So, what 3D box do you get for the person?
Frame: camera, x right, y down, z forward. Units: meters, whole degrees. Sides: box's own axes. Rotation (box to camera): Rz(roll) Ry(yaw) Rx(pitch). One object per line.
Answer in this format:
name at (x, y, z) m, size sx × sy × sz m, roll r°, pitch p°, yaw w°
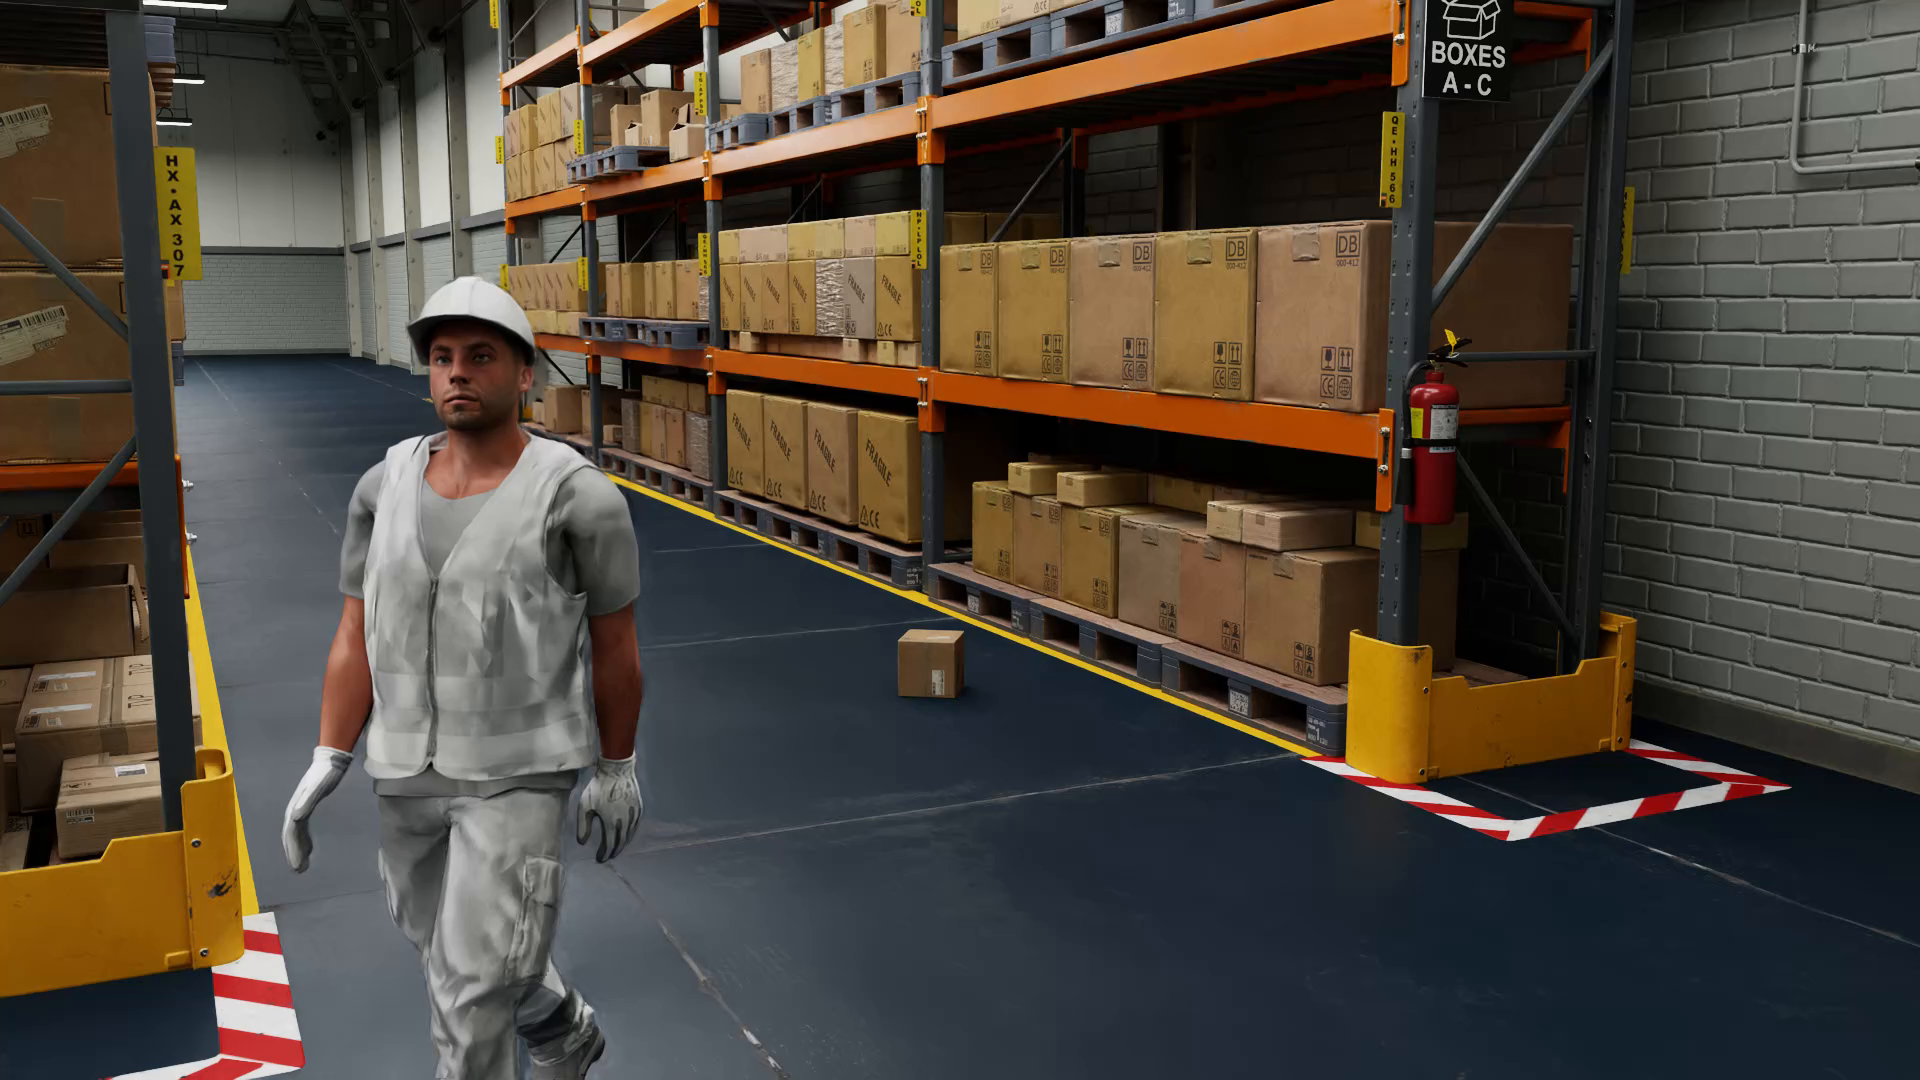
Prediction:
person at (-0.857, 0.417, 2.952) m, size 0.526 × 1.749 × 1.018 m, roll 2°, pitch 9°, yaw 15°
